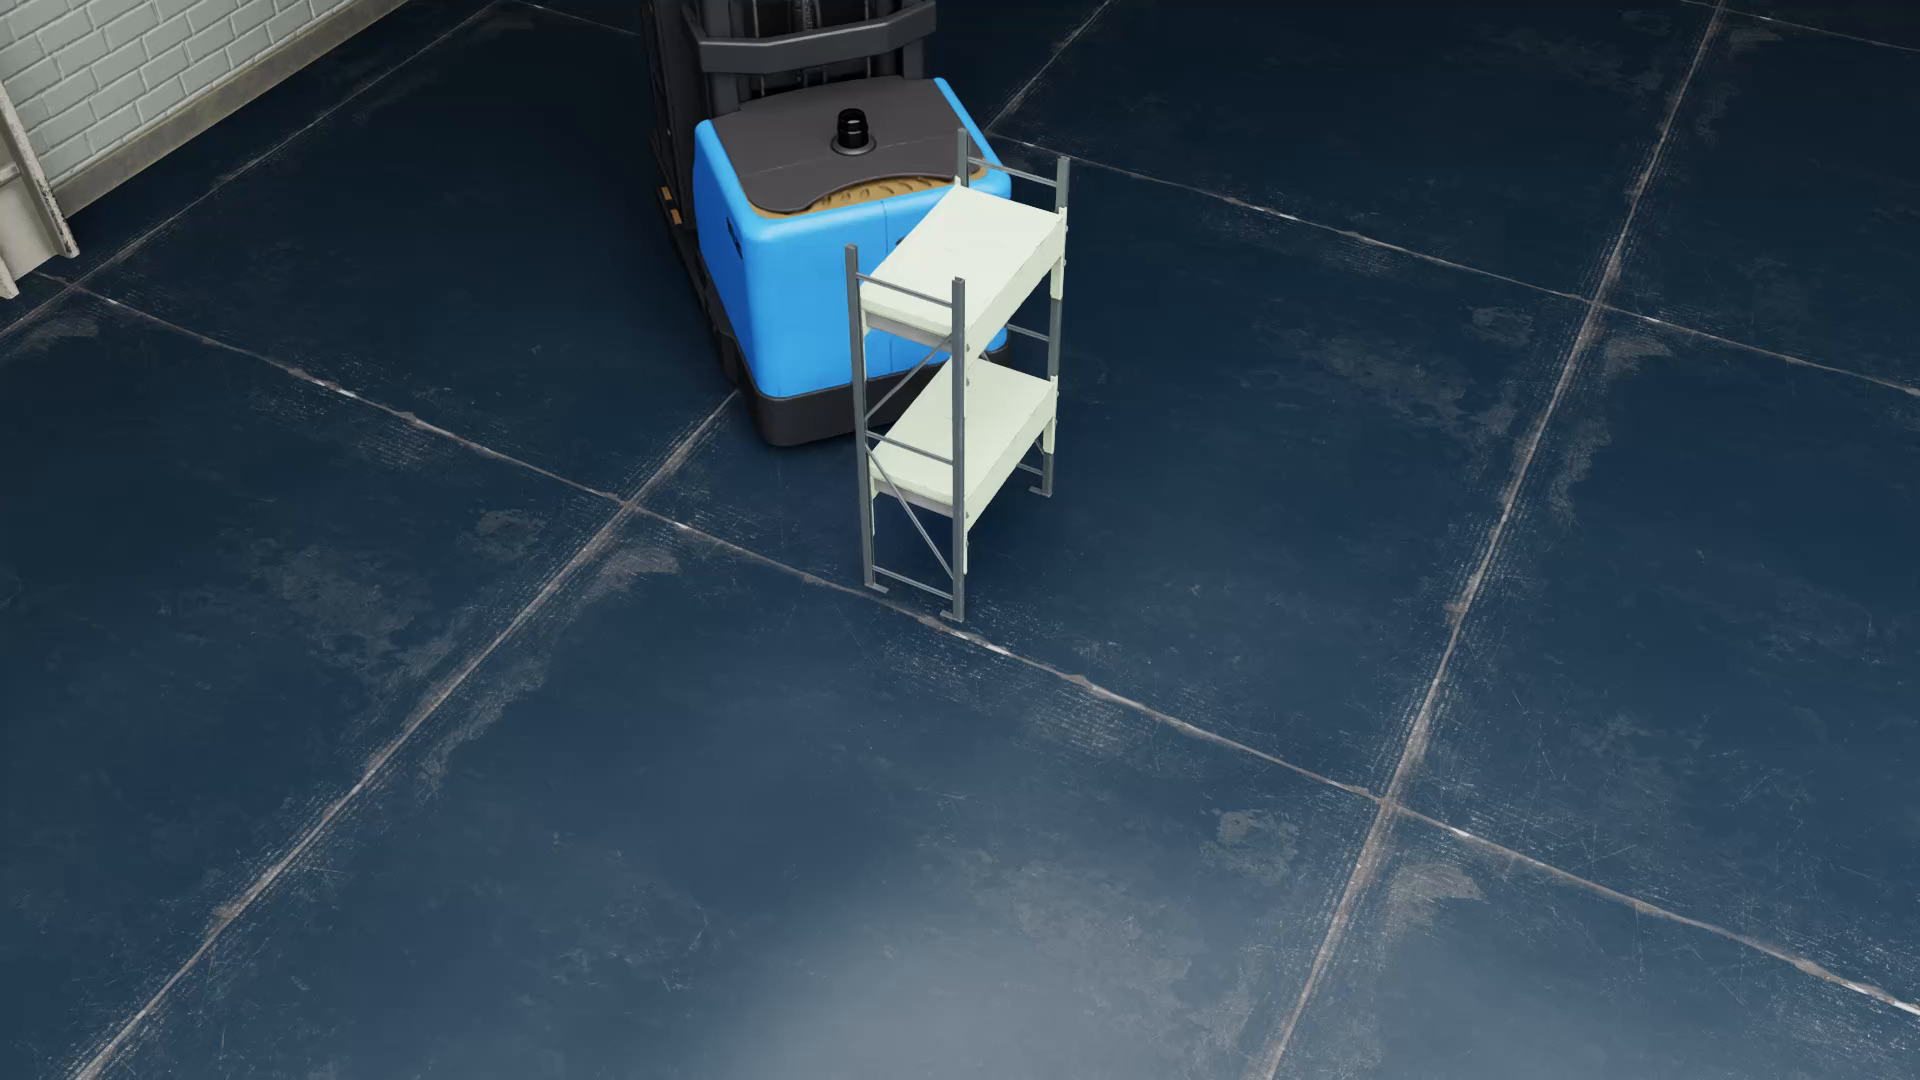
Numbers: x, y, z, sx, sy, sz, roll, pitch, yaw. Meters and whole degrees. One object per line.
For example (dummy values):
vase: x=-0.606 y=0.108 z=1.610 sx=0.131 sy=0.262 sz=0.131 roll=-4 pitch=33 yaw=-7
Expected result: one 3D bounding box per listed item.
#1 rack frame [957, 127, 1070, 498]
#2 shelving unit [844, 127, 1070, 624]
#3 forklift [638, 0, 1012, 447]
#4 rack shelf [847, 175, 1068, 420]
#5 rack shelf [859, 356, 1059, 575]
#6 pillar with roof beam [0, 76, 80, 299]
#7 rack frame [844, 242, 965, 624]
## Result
rack frame: x=0.173 y=-0.762 z=5.949 sx=0.400 sy=1.500 sz=0.023 roll=20 pitch=49 yaw=19
shelving unit: x=0.003 y=-0.531 z=5.721 sx=0.431 sy=1.500 sz=0.755 roll=20 pitch=49 yaw=19
forklift: x=-0.768 y=-2.463 z=6.623 sx=1.130 sy=2.935 sz=3.031 roll=-14 pitch=47 yaw=-14
rack shelf: x=0.003 y=-0.806 z=5.443 sx=0.431 sy=0.370 sz=0.720 roll=20 pitch=49 yaw=19
rack shelf: x=0.003 y=-0.302 z=5.953 sx=0.431 sy=0.370 sz=0.720 roll=20 pitch=49 yaw=19
pillar with roof beam: x=-0.399 y=-2.973 z=2.861 sx=9.100 sy=9.000 sz=0.400 roll=20 pitch=49 yaw=19
rack frame: x=-0.167 y=-0.301 z=5.493 sx=0.400 sy=1.500 sz=0.023 roll=20 pitch=49 yaw=19
